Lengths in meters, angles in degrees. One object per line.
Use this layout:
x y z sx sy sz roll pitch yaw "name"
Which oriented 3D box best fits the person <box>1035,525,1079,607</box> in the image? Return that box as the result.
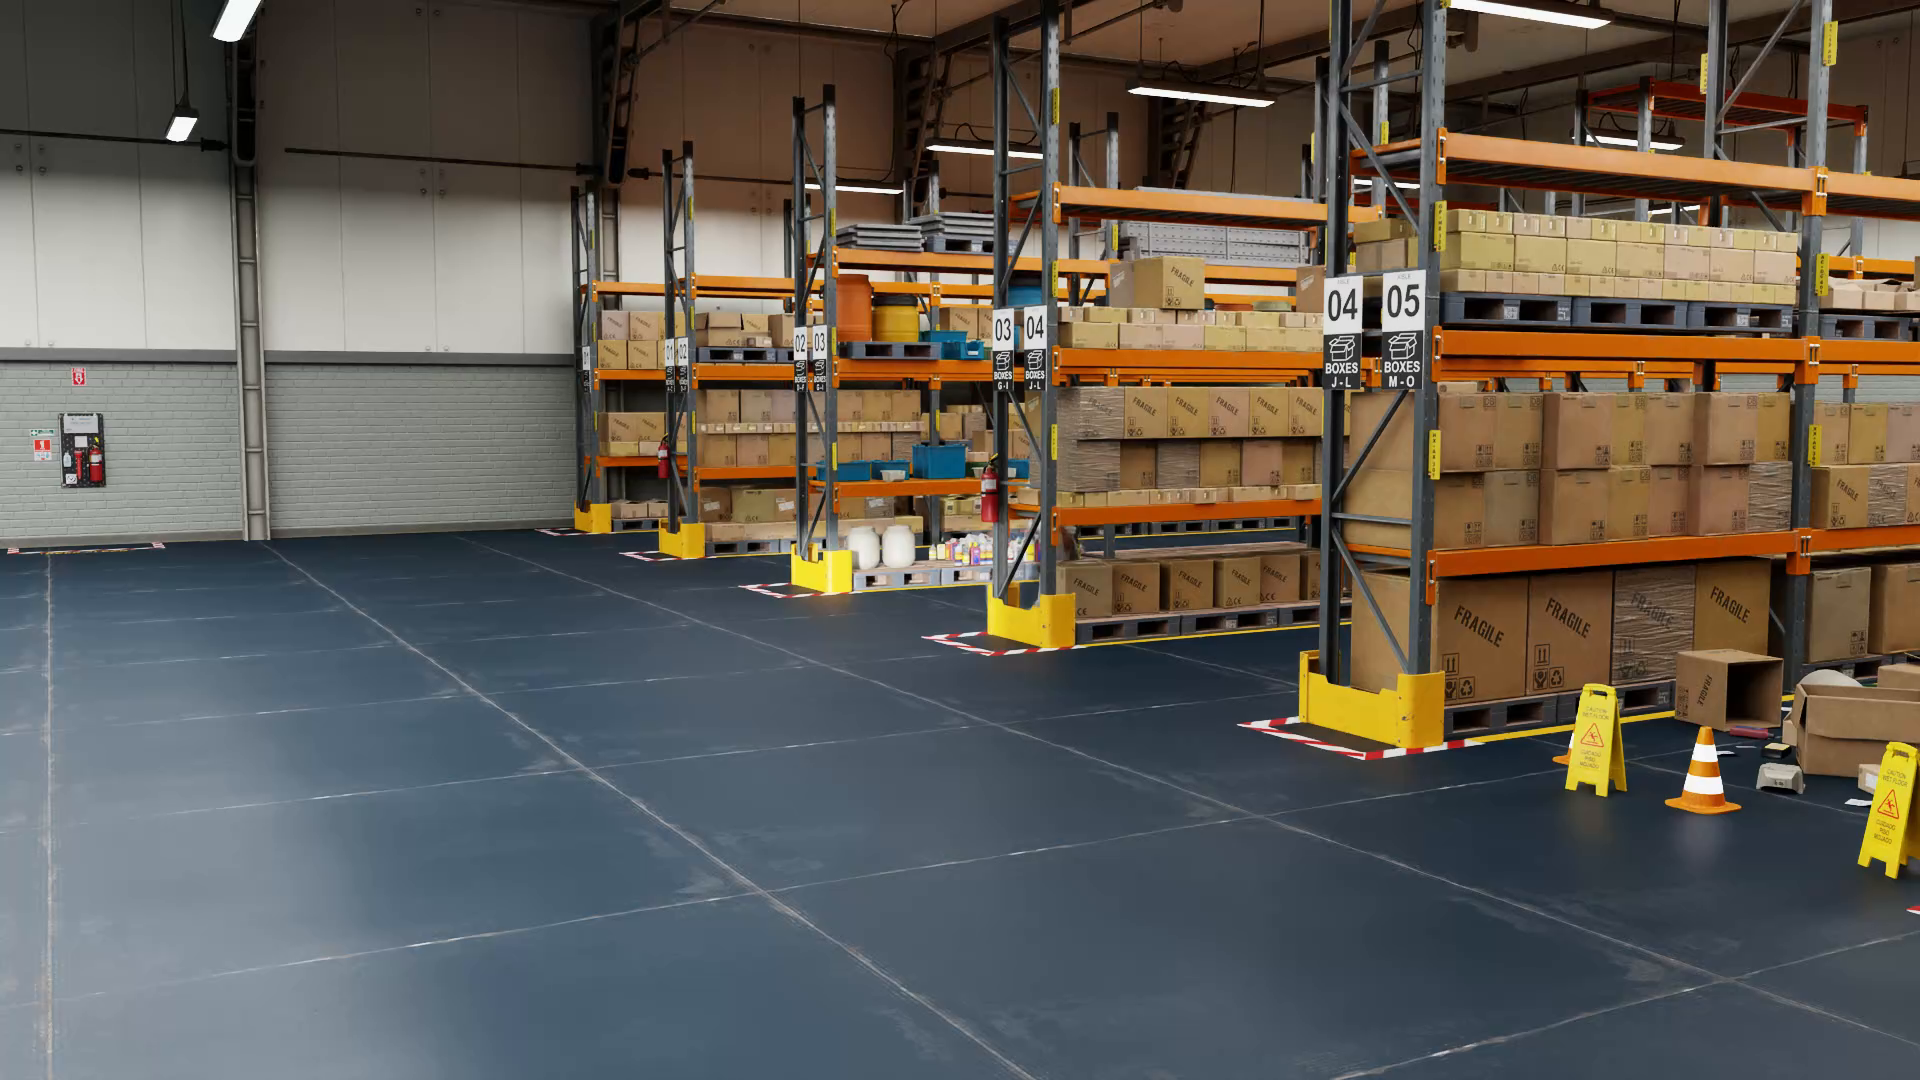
1.182 -0.075 17.912 0.769 1.742 0.629 0 5 -4 "person"
